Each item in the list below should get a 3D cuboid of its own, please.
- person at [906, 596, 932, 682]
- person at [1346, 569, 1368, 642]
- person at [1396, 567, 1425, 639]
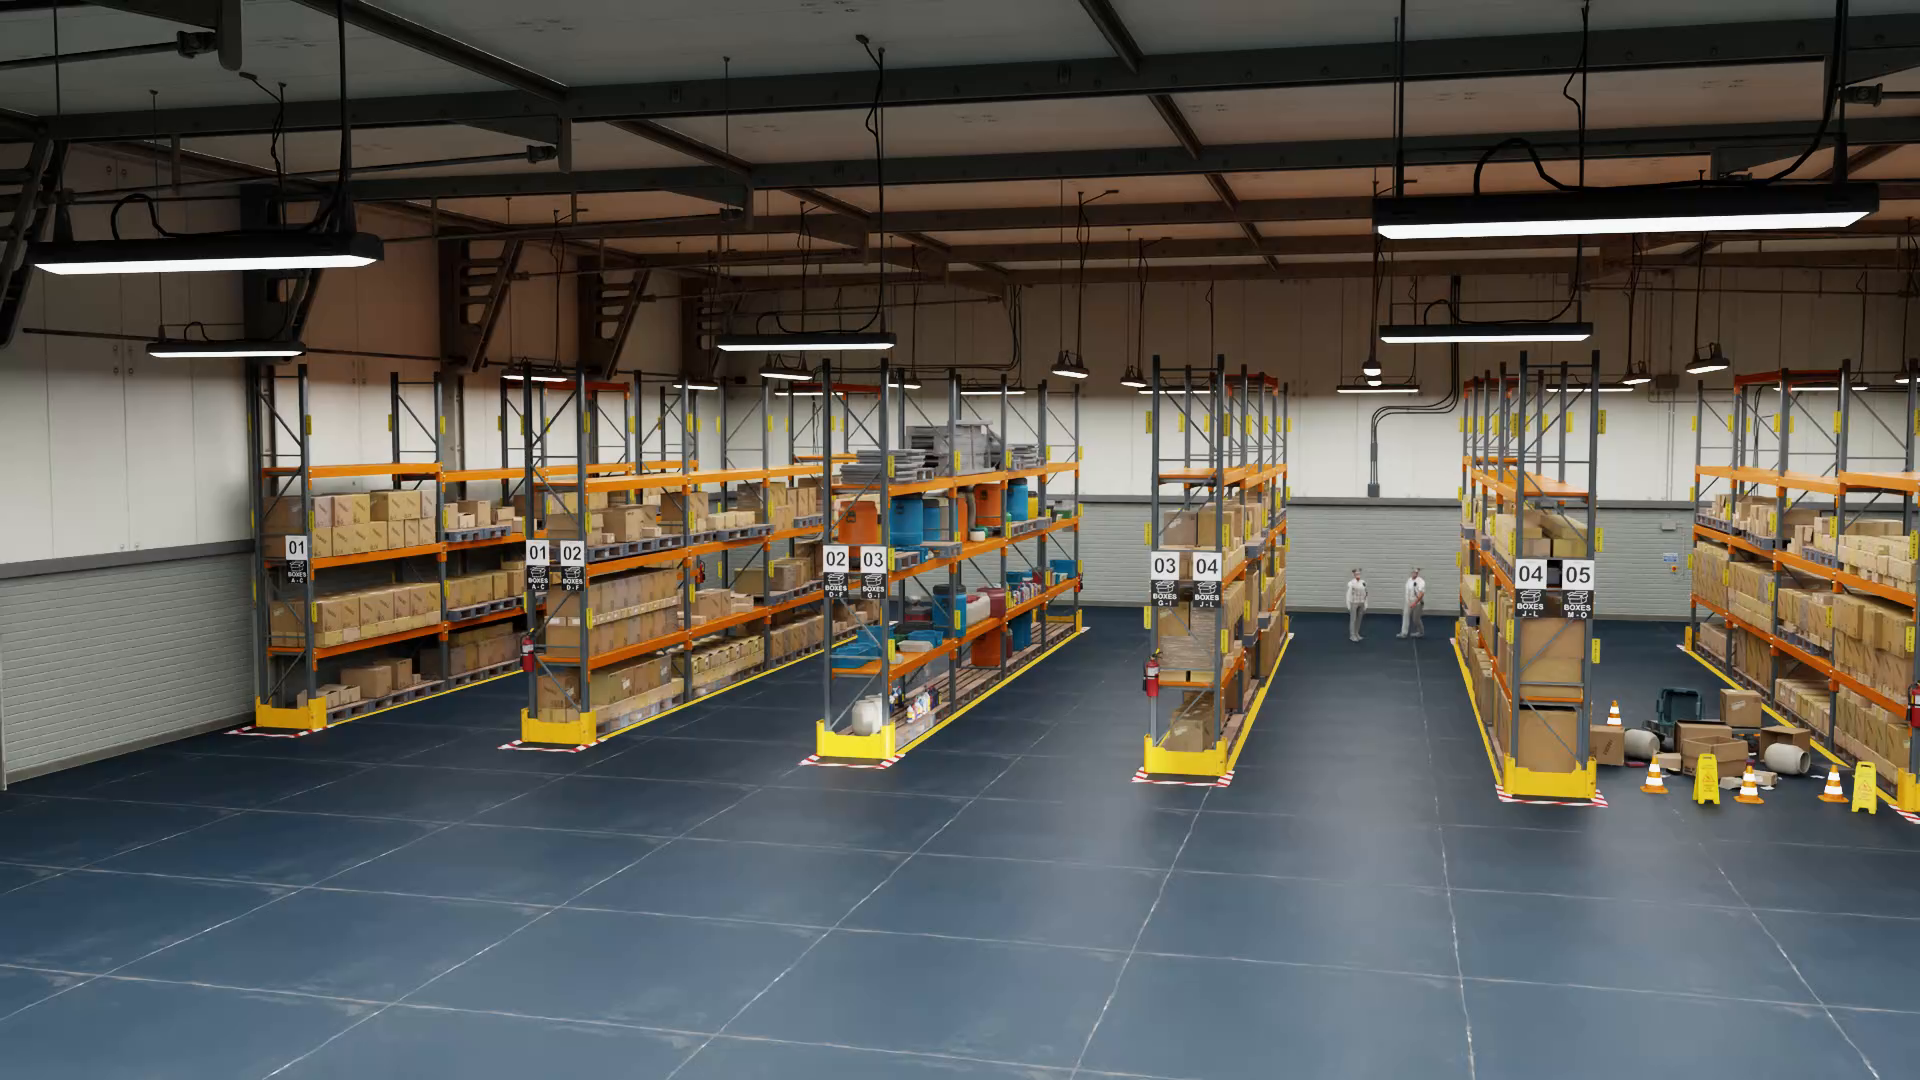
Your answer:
[{"bbox_3d":[-0.812,1.923,32.224,0.551,1.678,0.447,-2,4,-23],"label":"person"},{"bbox_3d":[9.287,1.507,38.768,0.527,1.705,0.512,-1,4,-14],"label":"person"},{"bbox_3d":[10.594,1.459,38.806,1.014,1.703,0.545,-4,5,-42],"label":"person"}]
